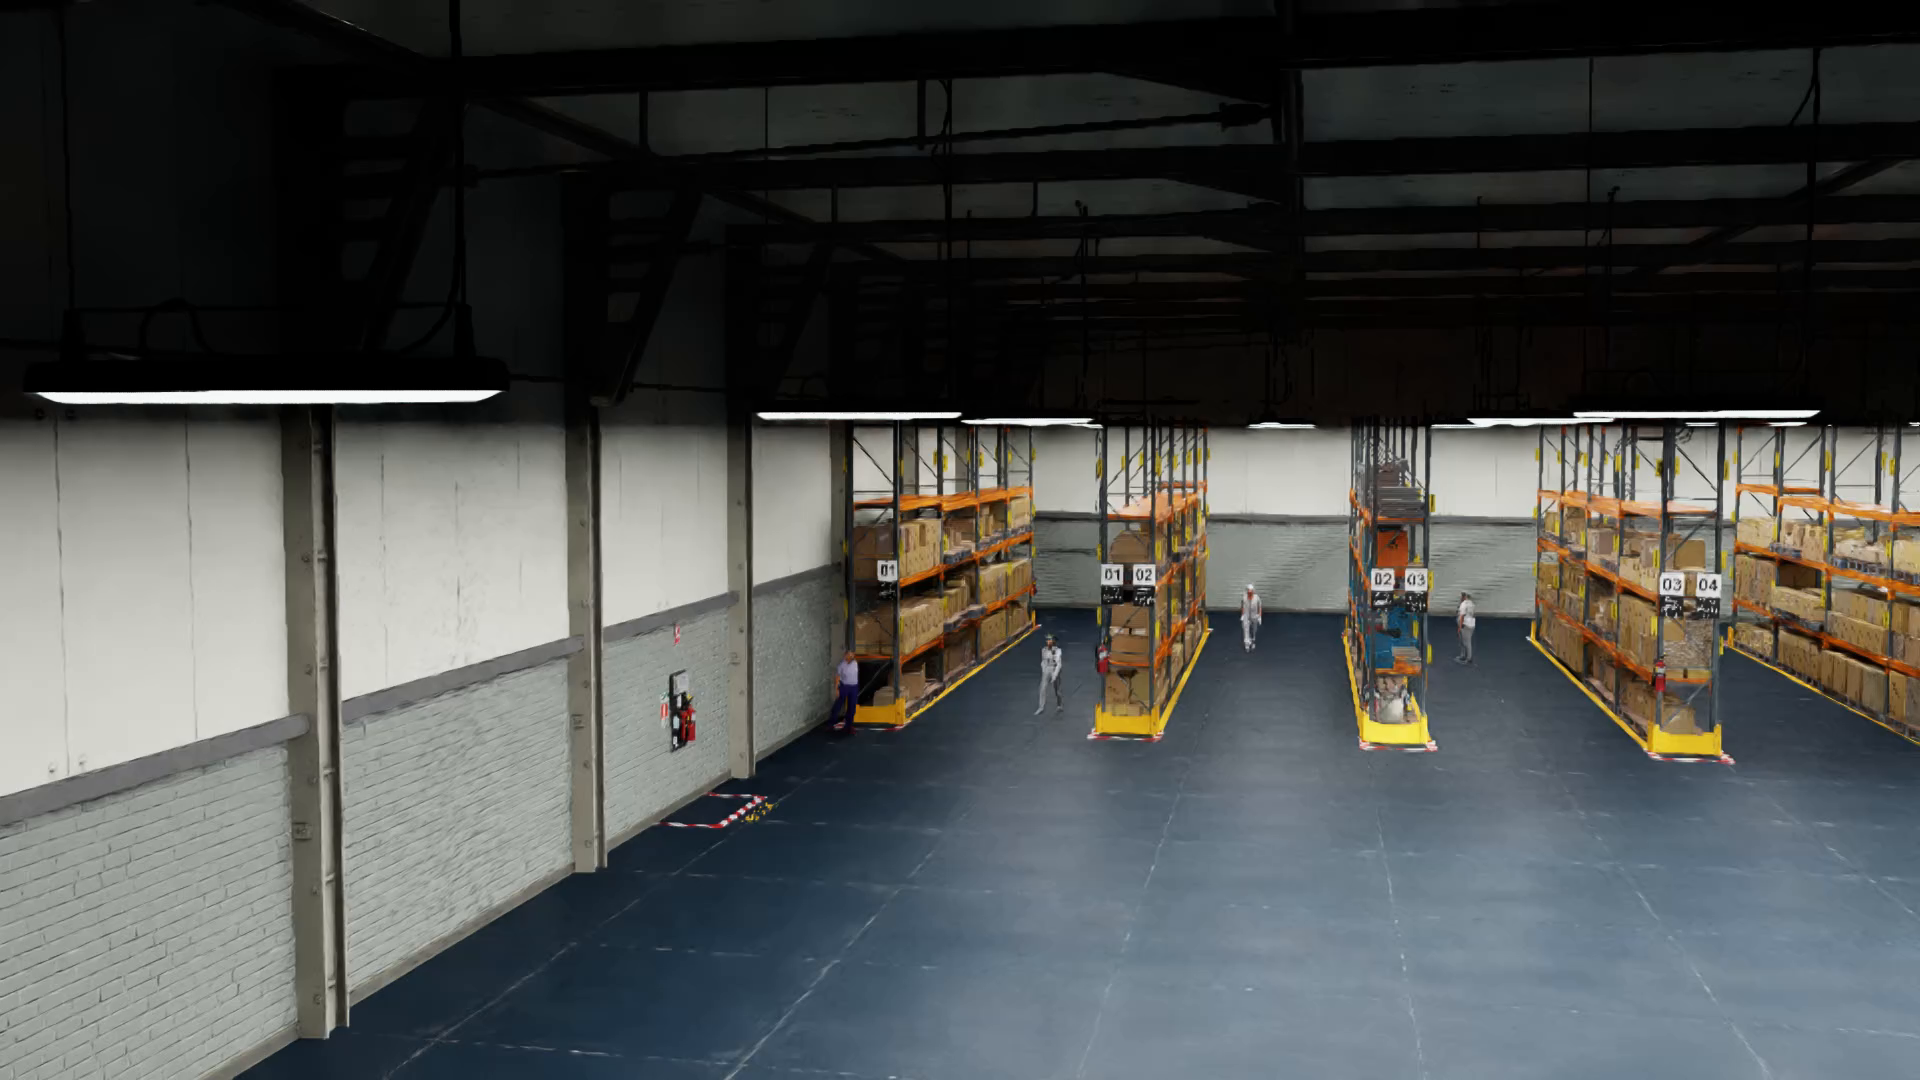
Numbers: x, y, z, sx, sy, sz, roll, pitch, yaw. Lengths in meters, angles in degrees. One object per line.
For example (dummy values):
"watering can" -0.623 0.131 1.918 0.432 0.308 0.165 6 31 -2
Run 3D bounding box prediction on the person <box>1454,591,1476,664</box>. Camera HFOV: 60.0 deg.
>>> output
"person" 12.361 2.121 40.748 0.586 1.748 0.653 3 5 39

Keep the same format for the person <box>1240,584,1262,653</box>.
"person" 7.490 1.997 42.791 0.564 1.719 1.042 1 4 11

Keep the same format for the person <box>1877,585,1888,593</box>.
"person" 25.148 1.831 45.421 0.590 1.757 0.595 -2 4 -31

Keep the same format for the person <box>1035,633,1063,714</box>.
"person" 1.834 2.667 33.447 0.482 1.621 0.980 1 4 21

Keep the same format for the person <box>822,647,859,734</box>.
"person" -2.232 2.829 31.196 0.673 1.640 0.518 -2 4 -31
